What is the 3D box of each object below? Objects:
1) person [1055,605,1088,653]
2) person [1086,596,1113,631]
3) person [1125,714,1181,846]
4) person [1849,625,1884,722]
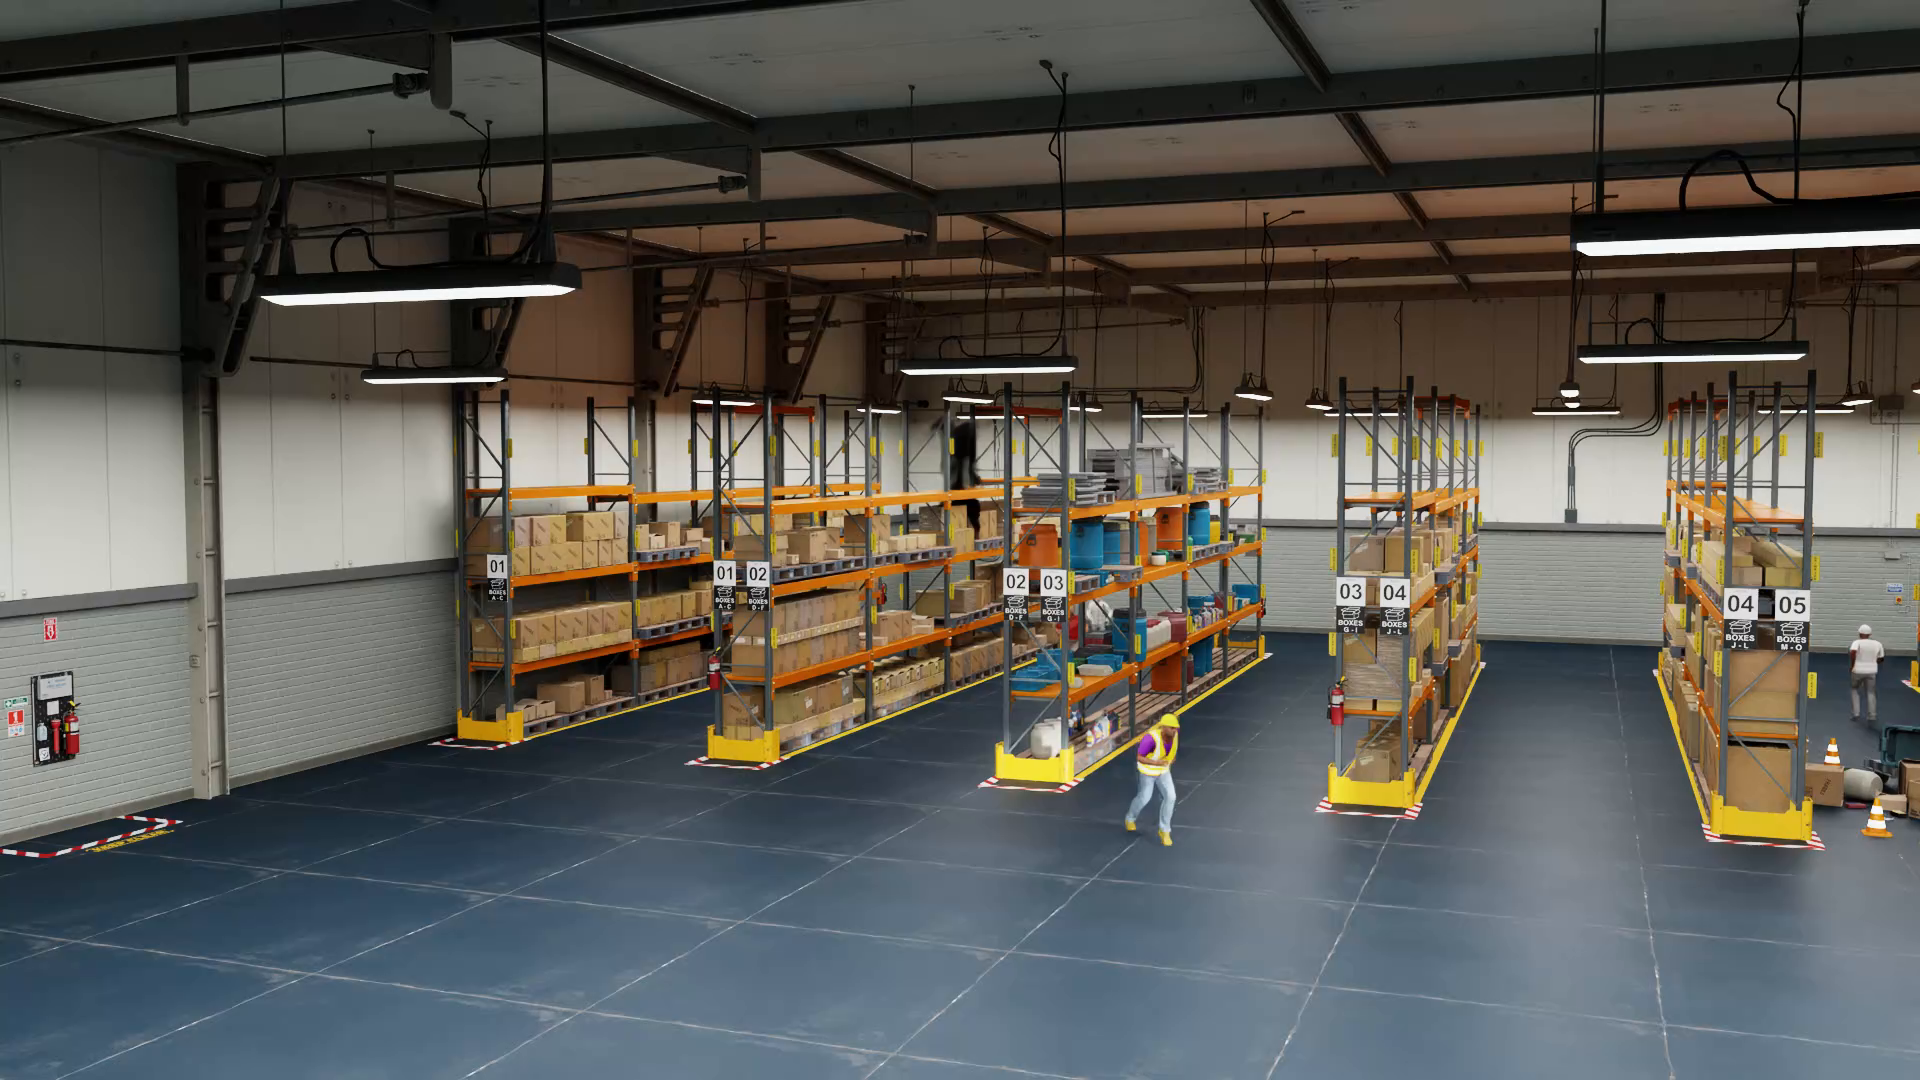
[{"bbox_3d":[2.330,2.229,34.880,0.681,1.779,0.855,1,3,13],"label":"person"},{"bbox_3d":[3.298,2.005,39.422,0.625,1.645,0.723,1,3,9],"label":"person"},{"bbox_3d":[2.474,3.026,21.252,0.746,1.716,1.028,-2,4,-31],"label":"person"},{"bbox_3d":[16.476,2.458,30.265,0.630,1.811,0.827,1,3,16],"label":"person"}]
